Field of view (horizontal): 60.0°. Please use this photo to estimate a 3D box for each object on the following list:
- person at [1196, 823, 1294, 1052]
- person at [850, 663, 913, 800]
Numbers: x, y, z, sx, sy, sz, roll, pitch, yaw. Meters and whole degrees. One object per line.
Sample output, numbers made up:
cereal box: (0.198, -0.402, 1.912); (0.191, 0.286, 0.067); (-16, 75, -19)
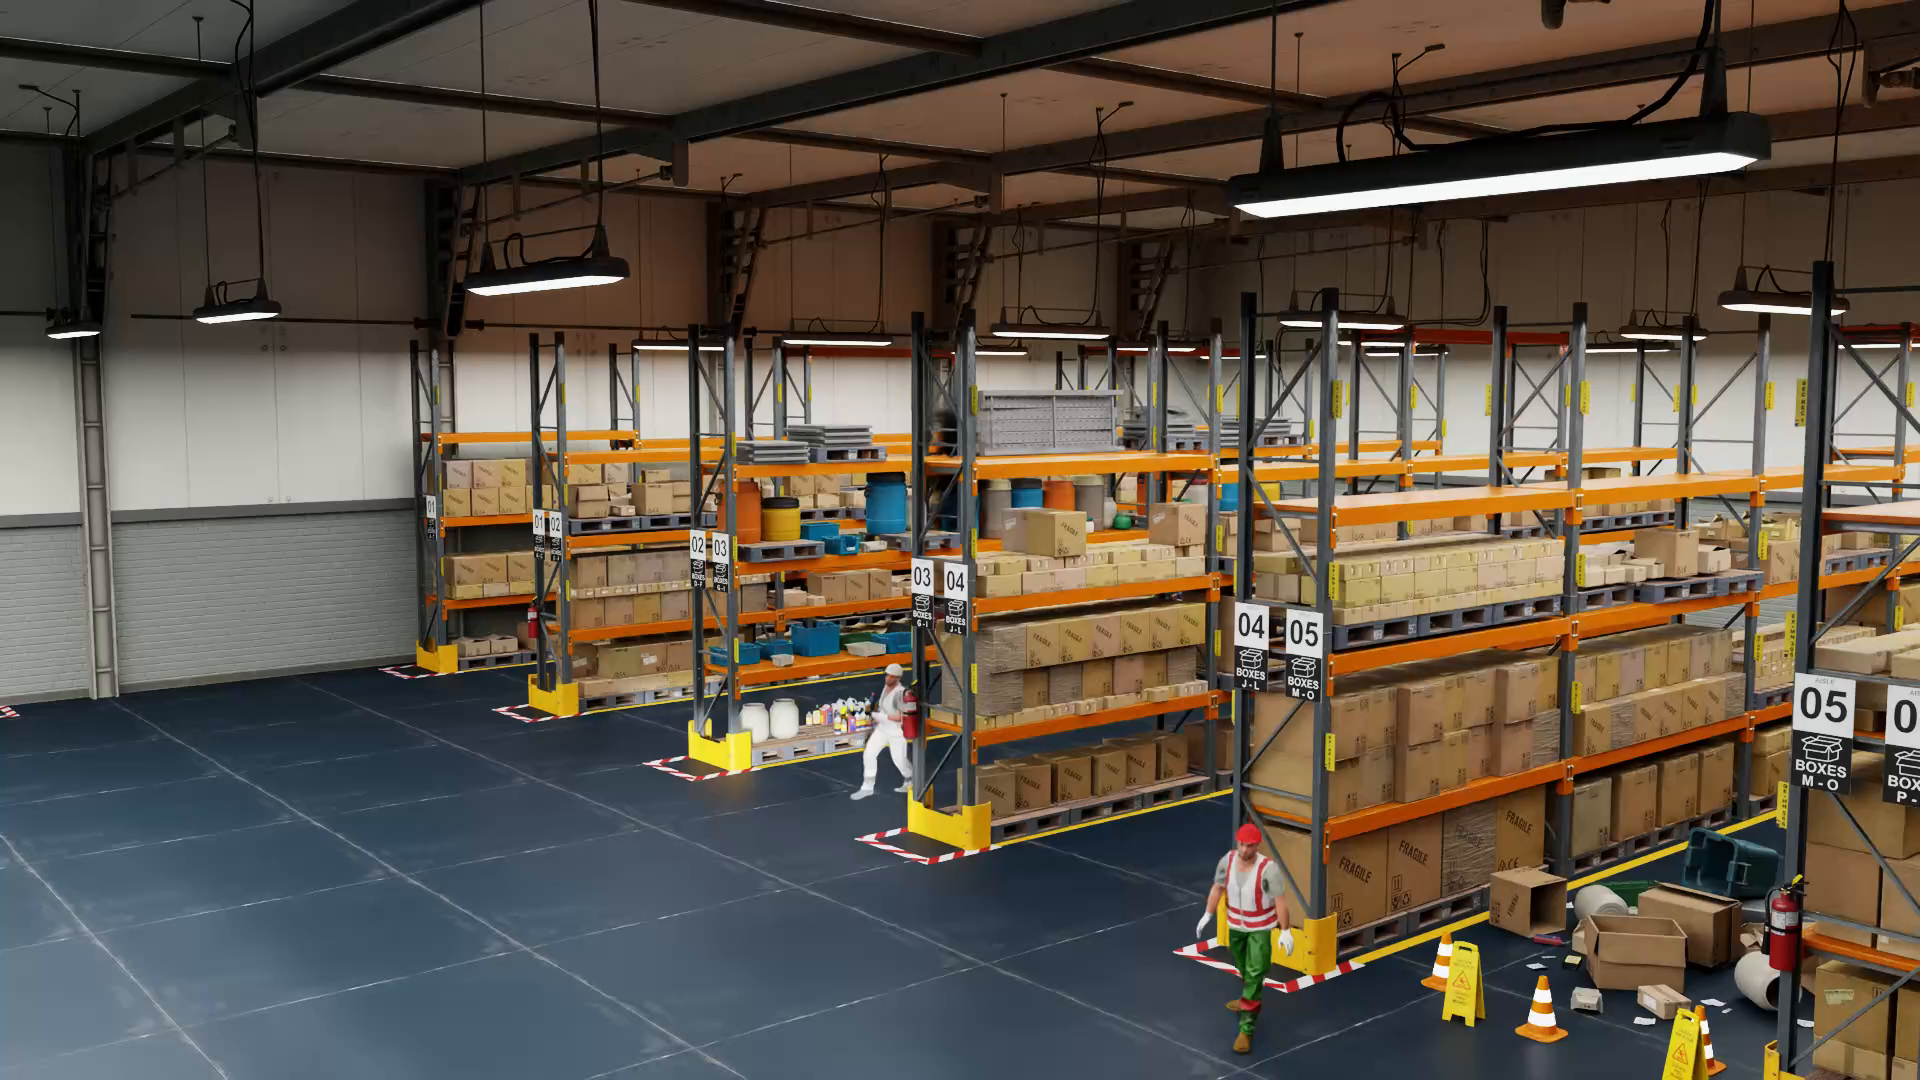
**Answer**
person: (2.302, 3.074, 13.248); (0.722, 1.731, 0.937); (4, 7, 38)
person: (-0.811, 2.347, 20.489); (0.837, 1.731, 0.769); (-4, 7, -39)
